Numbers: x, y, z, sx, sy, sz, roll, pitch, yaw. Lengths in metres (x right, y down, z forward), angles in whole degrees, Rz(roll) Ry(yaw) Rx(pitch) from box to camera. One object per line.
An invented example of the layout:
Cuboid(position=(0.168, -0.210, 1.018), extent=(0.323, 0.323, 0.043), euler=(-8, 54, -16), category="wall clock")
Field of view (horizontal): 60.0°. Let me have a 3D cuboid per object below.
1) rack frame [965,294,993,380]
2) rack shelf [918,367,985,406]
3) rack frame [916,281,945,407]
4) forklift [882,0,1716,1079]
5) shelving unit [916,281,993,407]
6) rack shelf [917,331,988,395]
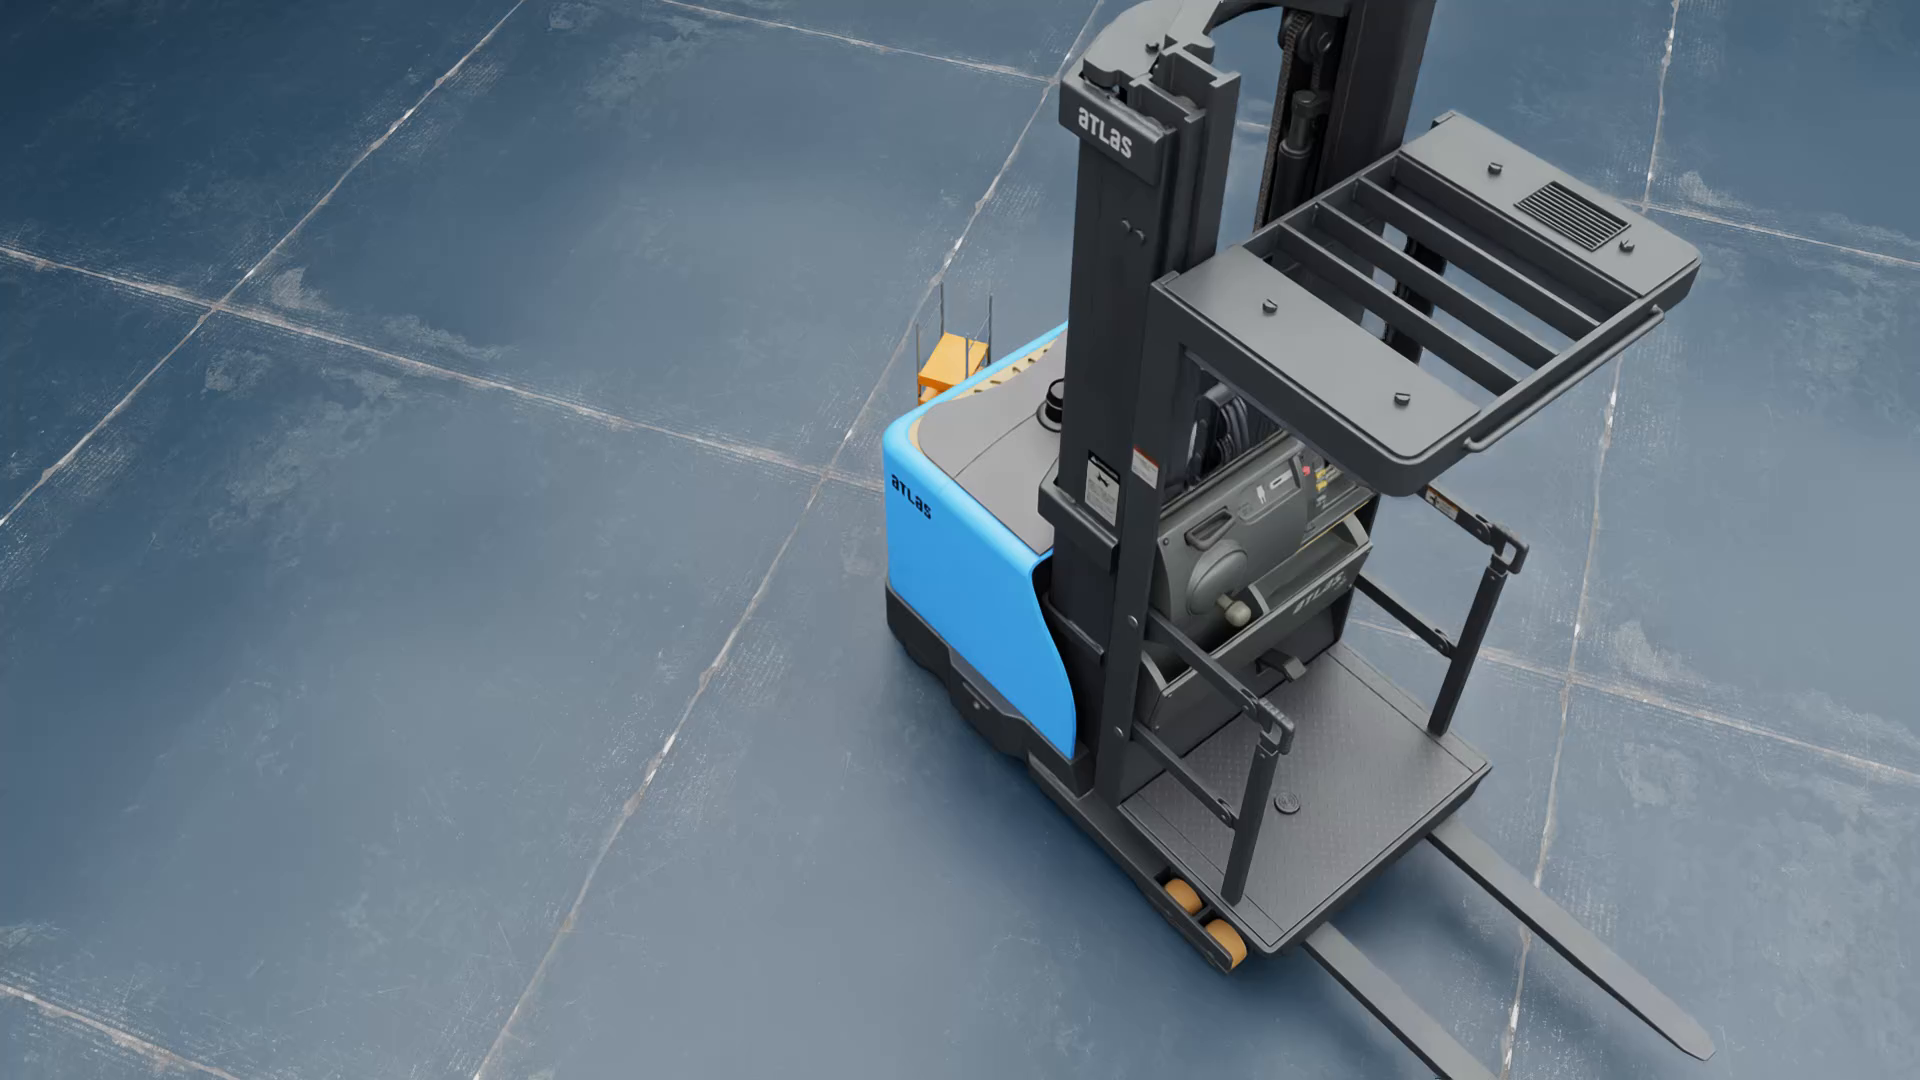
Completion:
Cuboid(position=(0.066, -0.378, 6.150), extent=(0.006, 1.200, 0.240), euler=(17, 51, 14), category="rack frame")
Cuboid(position=(-0.019, -0.532, 6.025), extent=(0.180, 0.103, 0.258), euler=(17, 51, 14), category="rack shelf")
Cuboid(position=(-0.103, -0.430, 6.195), extent=(0.006, 1.200, 0.240), euler=(17, 51, 14), category="rack frame")
Cuboid(position=(1.052, -0.002, 4.679), extent=(1.130, 2.935, 3.031), euler=(-32, 56, -25), category="forklift")
Cuboid(position=(-0.019, -0.404, 6.172), extent=(0.189, 1.200, 0.258), euler=(17, 51, 14), category="shelving unit")
Cuboid(position=(-0.019, -0.610, 5.934), extent=(0.180, 0.103, 0.258), euler=(17, 51, 14), category="rack shelf")
